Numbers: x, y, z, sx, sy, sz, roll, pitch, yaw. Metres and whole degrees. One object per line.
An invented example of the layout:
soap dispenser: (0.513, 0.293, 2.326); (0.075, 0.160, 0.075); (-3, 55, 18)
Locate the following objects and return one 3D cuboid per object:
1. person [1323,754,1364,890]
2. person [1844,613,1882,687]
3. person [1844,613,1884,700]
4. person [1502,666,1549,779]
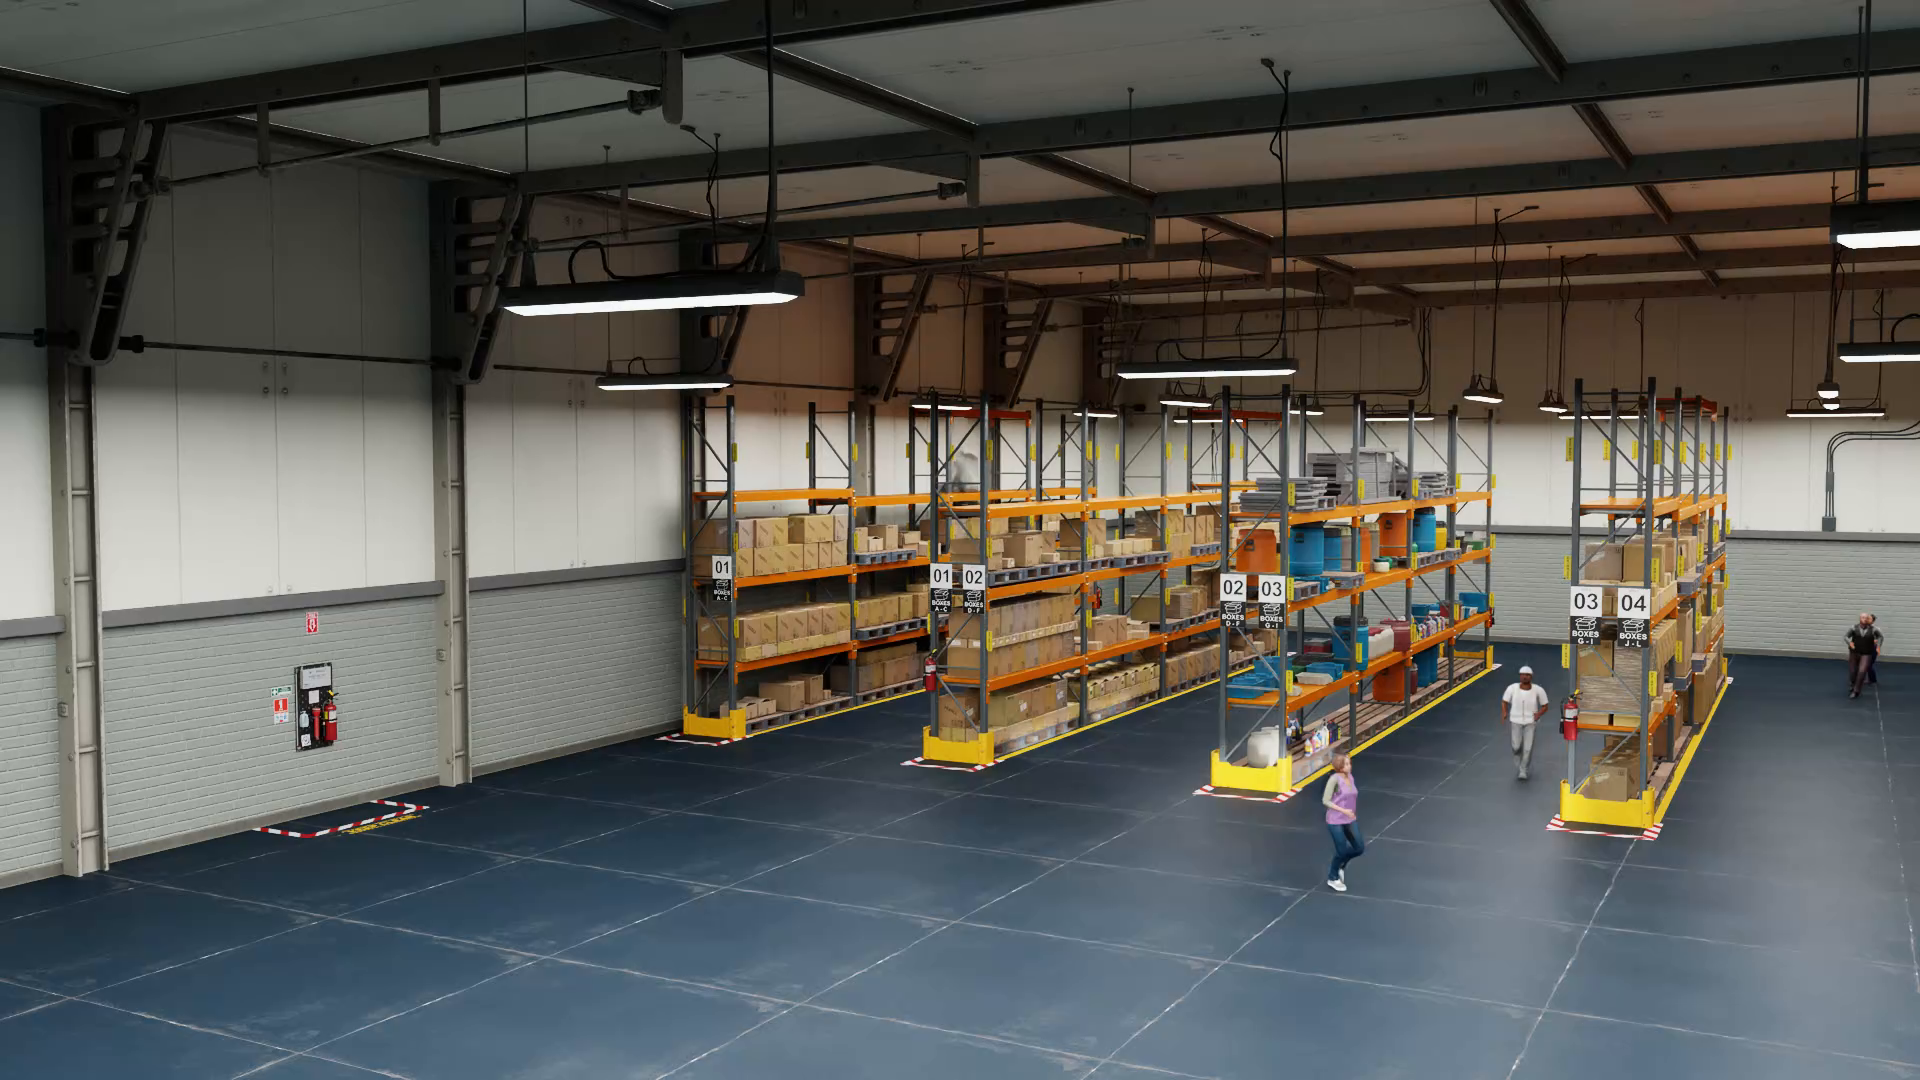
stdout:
person: (4.371, 3.219, 18.942); (0.541, 1.565, 0.517); (-2, 4, -35)
person: (19.344, 2.375, 35.368); (0.690, 1.659, 0.742); (-1, 3, -19)
person: (18.411, 2.355, 33.924); (0.705, 1.732, 0.937); (2, 4, 35)
person: (8.685, 2.797, 25.577); (0.701, 1.716, 0.587); (1, 3, 23)
